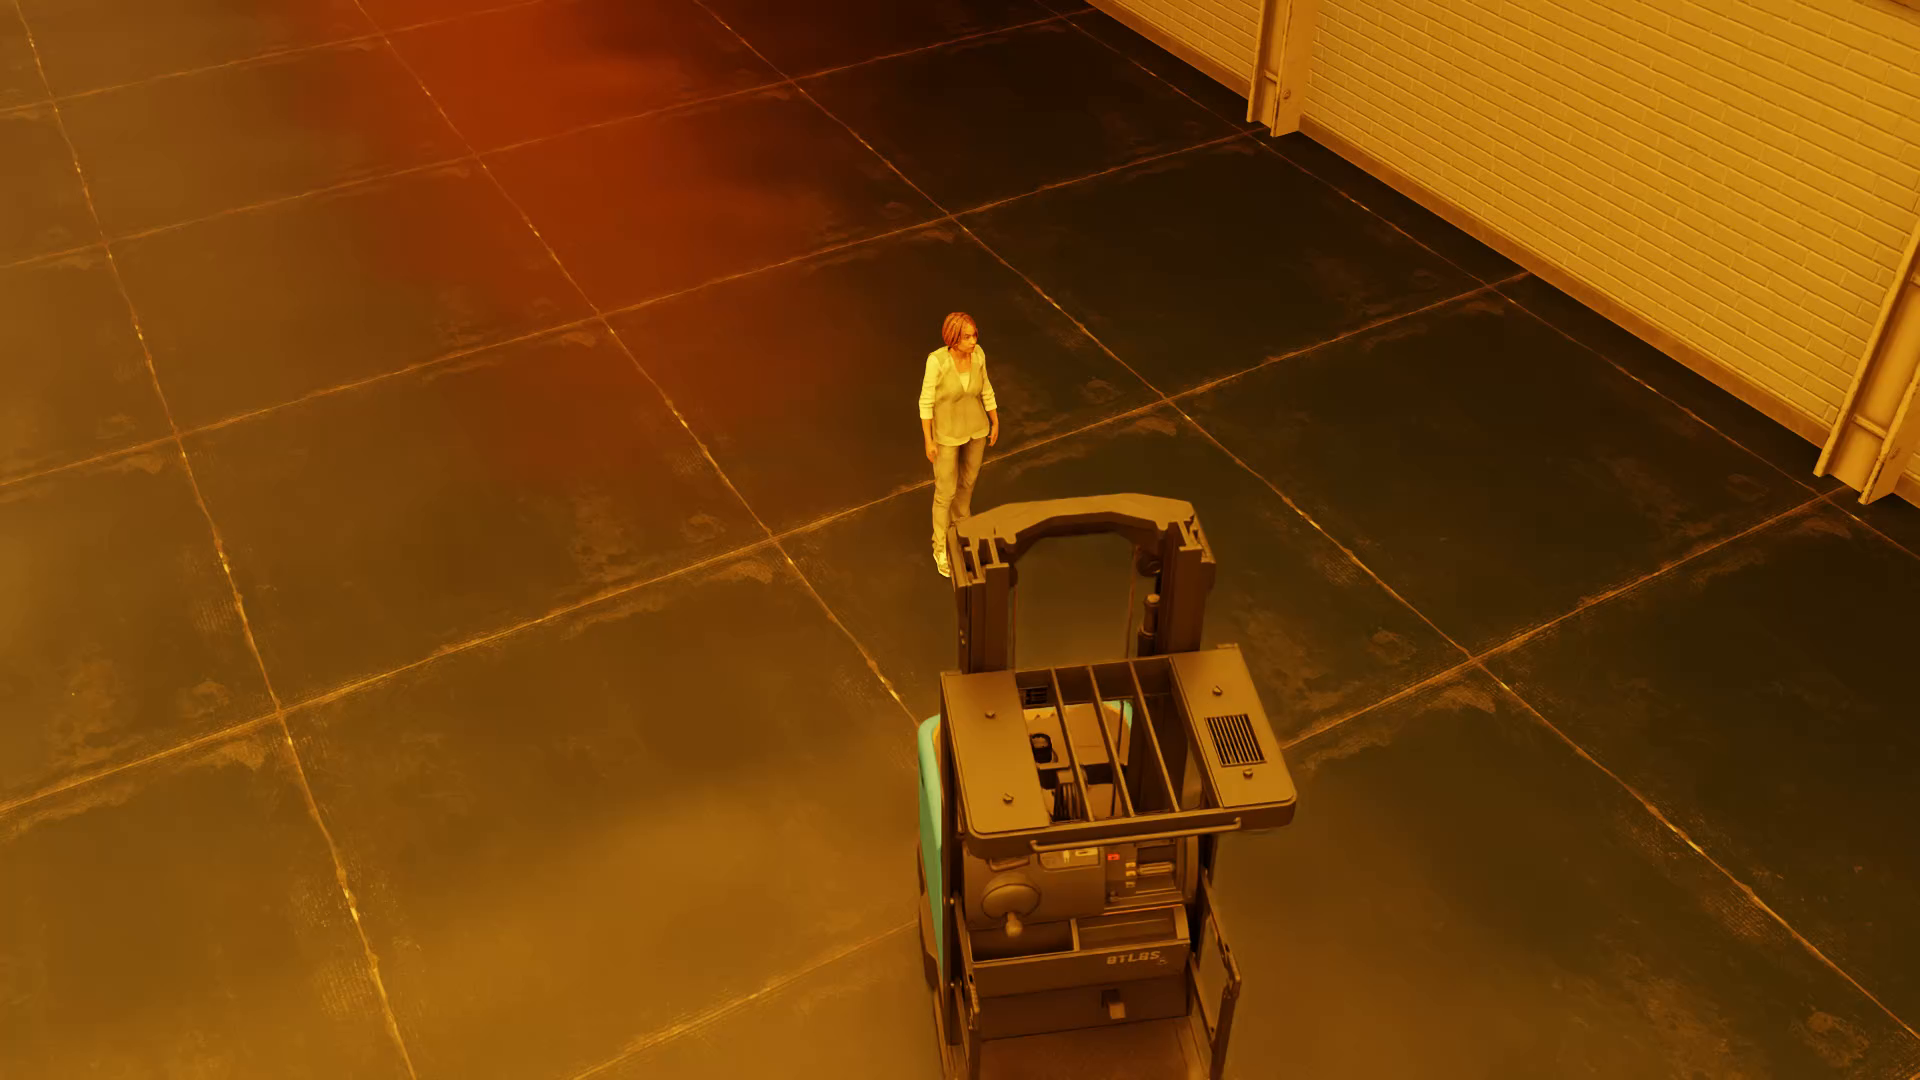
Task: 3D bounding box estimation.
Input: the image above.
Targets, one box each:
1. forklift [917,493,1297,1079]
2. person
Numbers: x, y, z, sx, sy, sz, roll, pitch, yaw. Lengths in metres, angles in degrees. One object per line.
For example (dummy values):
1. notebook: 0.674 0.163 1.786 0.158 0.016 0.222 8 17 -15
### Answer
1. forklift: 0.507 1.401 6.347 1.130 2.935 3.031 -5 40 -6
2. person: 0.025 -0.569 9.767 0.520 1.585 0.473 -20 44 -23
